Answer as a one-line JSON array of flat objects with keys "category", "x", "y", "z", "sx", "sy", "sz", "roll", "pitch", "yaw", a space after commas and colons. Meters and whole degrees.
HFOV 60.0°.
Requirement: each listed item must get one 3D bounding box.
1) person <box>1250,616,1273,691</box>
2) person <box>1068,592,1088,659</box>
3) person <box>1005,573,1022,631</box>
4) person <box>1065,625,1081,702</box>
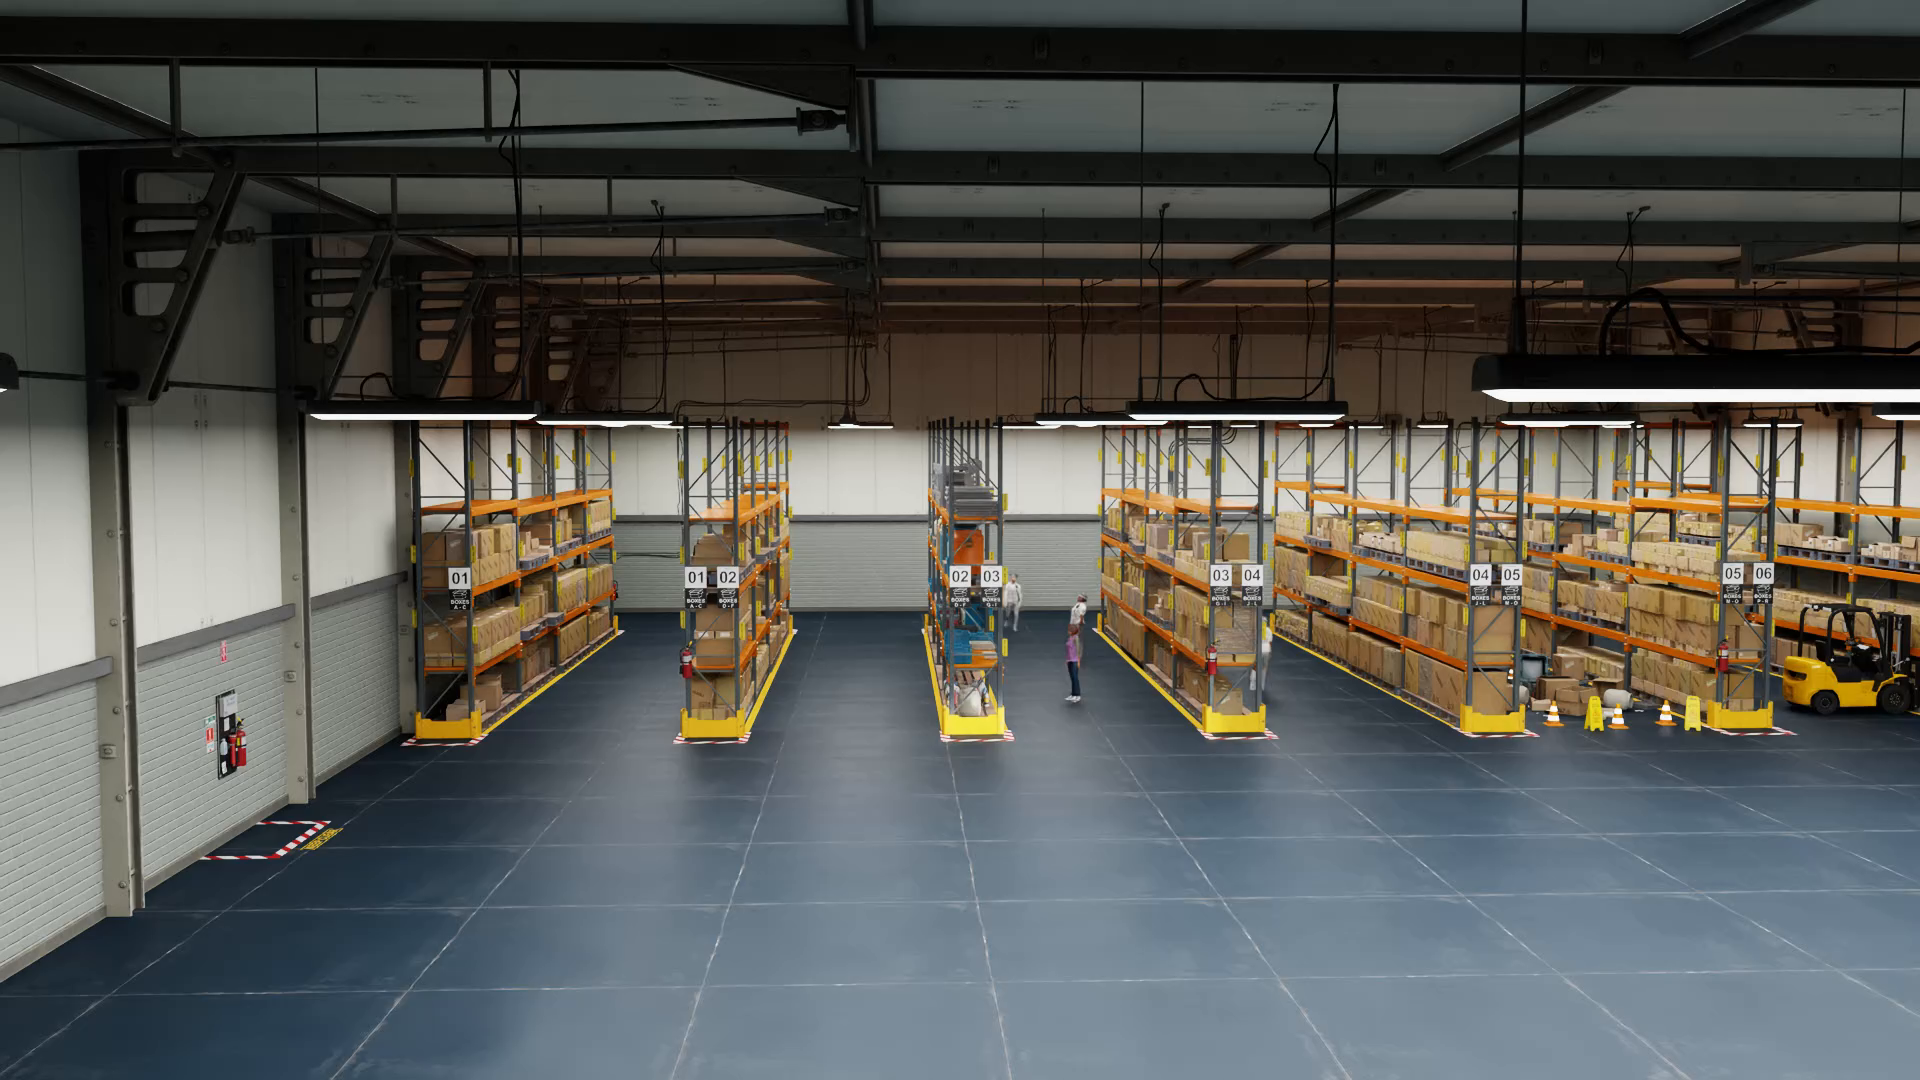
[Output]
[{"category": "person", "x": 6.620, "y": 2.496, "z": 36.550, "sx": 0.482, "sy": 1.658, "sz": 0.475, "roll": 2, "pitch": 4, "yaw": 29}, {"category": "person", "x": 2.964, "y": 2.165, "z": 41.861, "sx": 0.519, "sy": 1.704, "sz": 0.477, "roll": -3, "pitch": 5, "yaw": -40}, {"category": "person", "x": 1.524, "y": 1.769, "z": 47.737, "sx": 0.509, "sy": 1.656, "sz": 0.707, "roll": 0, "pitch": 4, "yaw": -5}, {"category": "person", "x": 2.417, "y": 2.627, "z": 35.404, "sx": 0.333, "sy": 1.614, "sz": 0.503, "roll": -1, "pitch": 4, "yaw": -20}]
